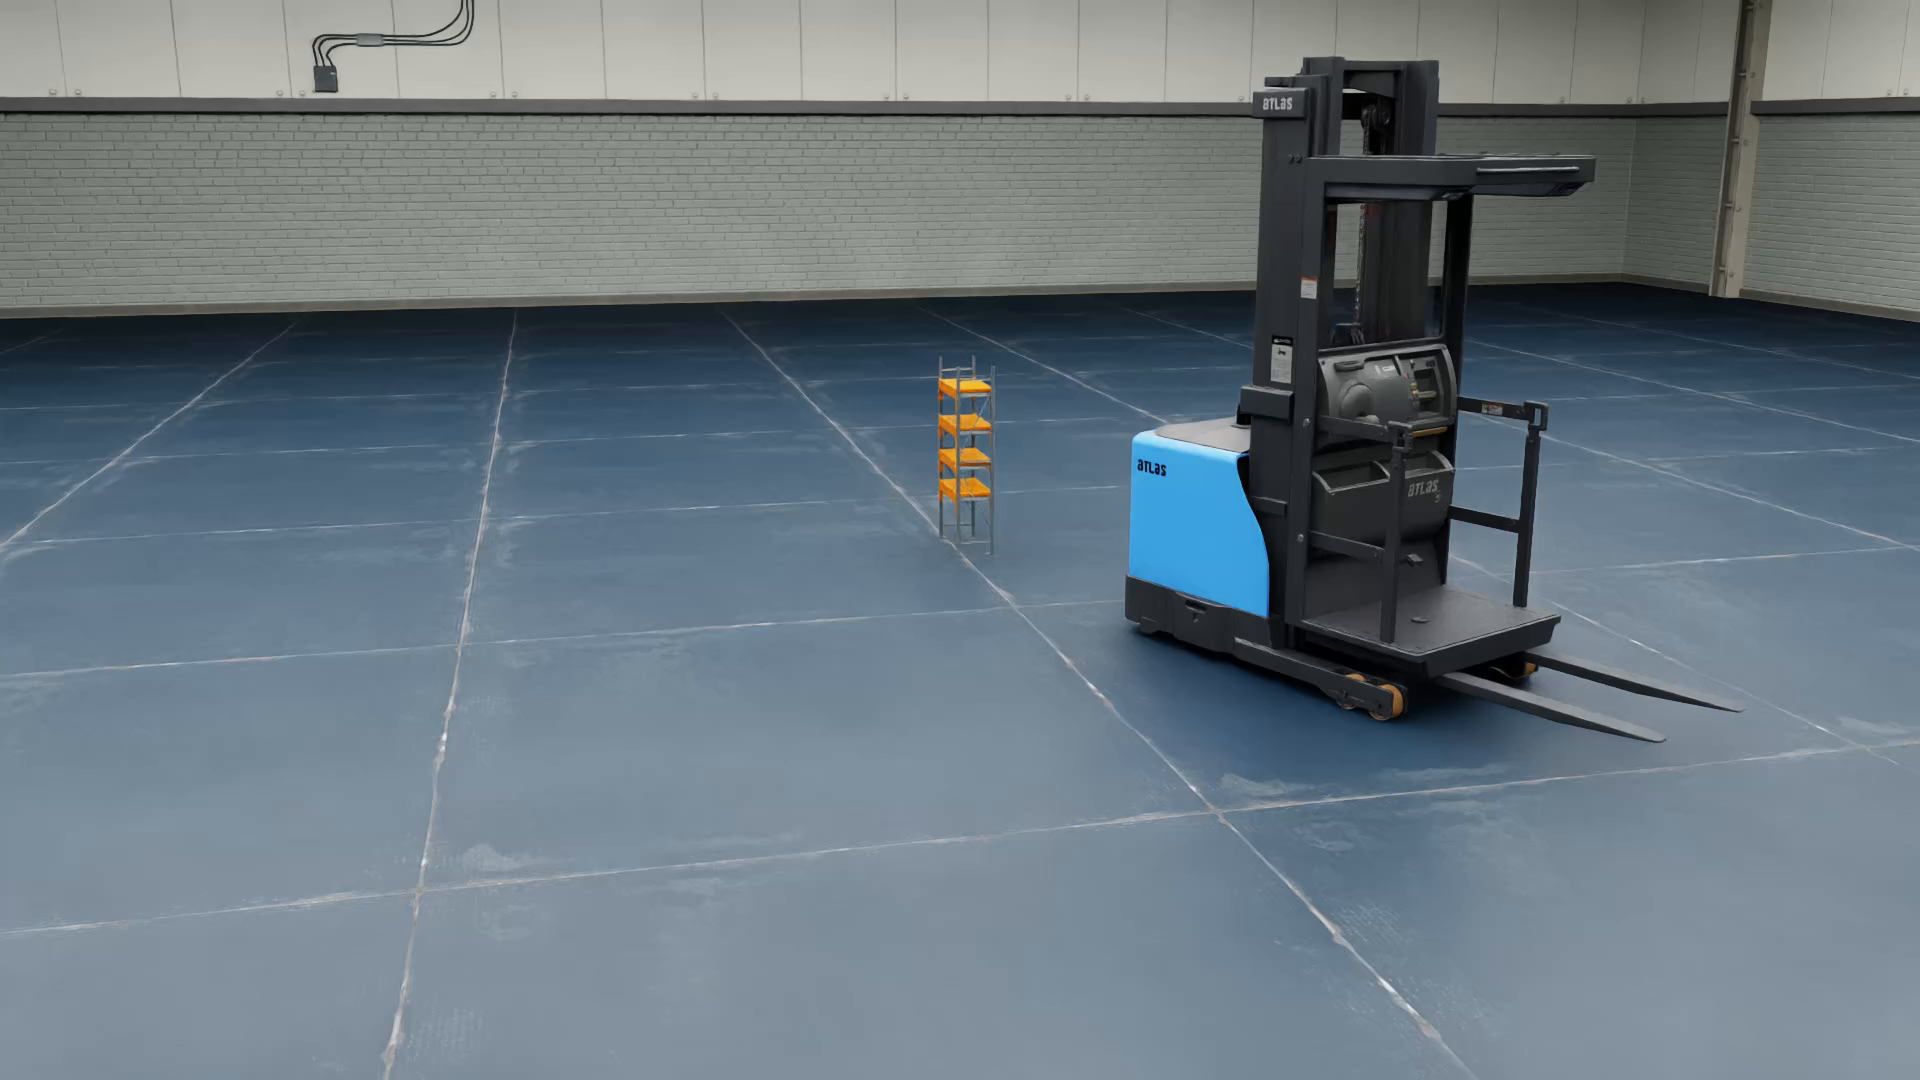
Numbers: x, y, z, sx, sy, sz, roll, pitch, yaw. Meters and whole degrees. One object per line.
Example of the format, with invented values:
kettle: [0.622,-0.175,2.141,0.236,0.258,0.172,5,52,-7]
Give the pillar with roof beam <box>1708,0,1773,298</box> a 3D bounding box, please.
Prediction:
pillar with roof beam: [8.330,-8.115,25.181,9.100,9.000,0.400,-3,14,-13]

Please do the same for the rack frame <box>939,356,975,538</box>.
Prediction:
rack frame: [-0.018,-0.601,10.859,0.240,1.200,0.015,-3,14,-13]

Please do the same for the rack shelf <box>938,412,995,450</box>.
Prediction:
rack shelf: [0.039,-0.697,10.591,0.258,0.148,0.480,-3,14,-13]

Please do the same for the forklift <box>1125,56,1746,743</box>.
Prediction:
forklift: [2.168,-0.733,7.750,1.130,2.935,3.031,-10,17,-35]

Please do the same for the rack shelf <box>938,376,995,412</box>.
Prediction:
rack shelf: [0.039,-0.926,10.535,0.258,0.148,0.480,-3,14,-13]

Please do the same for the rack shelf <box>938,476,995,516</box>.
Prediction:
rack shelf: [0.039,-0.286,10.691,0.258,0.148,0.480,-3,14,-13]

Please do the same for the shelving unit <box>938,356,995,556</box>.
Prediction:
shelving unit: [0.039,-0.545,10.628,0.258,1.200,0.503,-3,14,-13]

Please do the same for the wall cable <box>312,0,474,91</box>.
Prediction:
wall cable: [-8.279,-9.530,23.807,2.305,6.003,0.169,-3,14,-13]

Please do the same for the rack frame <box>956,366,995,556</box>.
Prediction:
rack frame: [0.096,-0.488,10.398,0.240,1.200,0.015,-3,14,-13]

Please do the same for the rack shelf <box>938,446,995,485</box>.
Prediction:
rack shelf: [0.039,-0.479,10.644,0.258,0.148,0.480,-3,14,-13]
